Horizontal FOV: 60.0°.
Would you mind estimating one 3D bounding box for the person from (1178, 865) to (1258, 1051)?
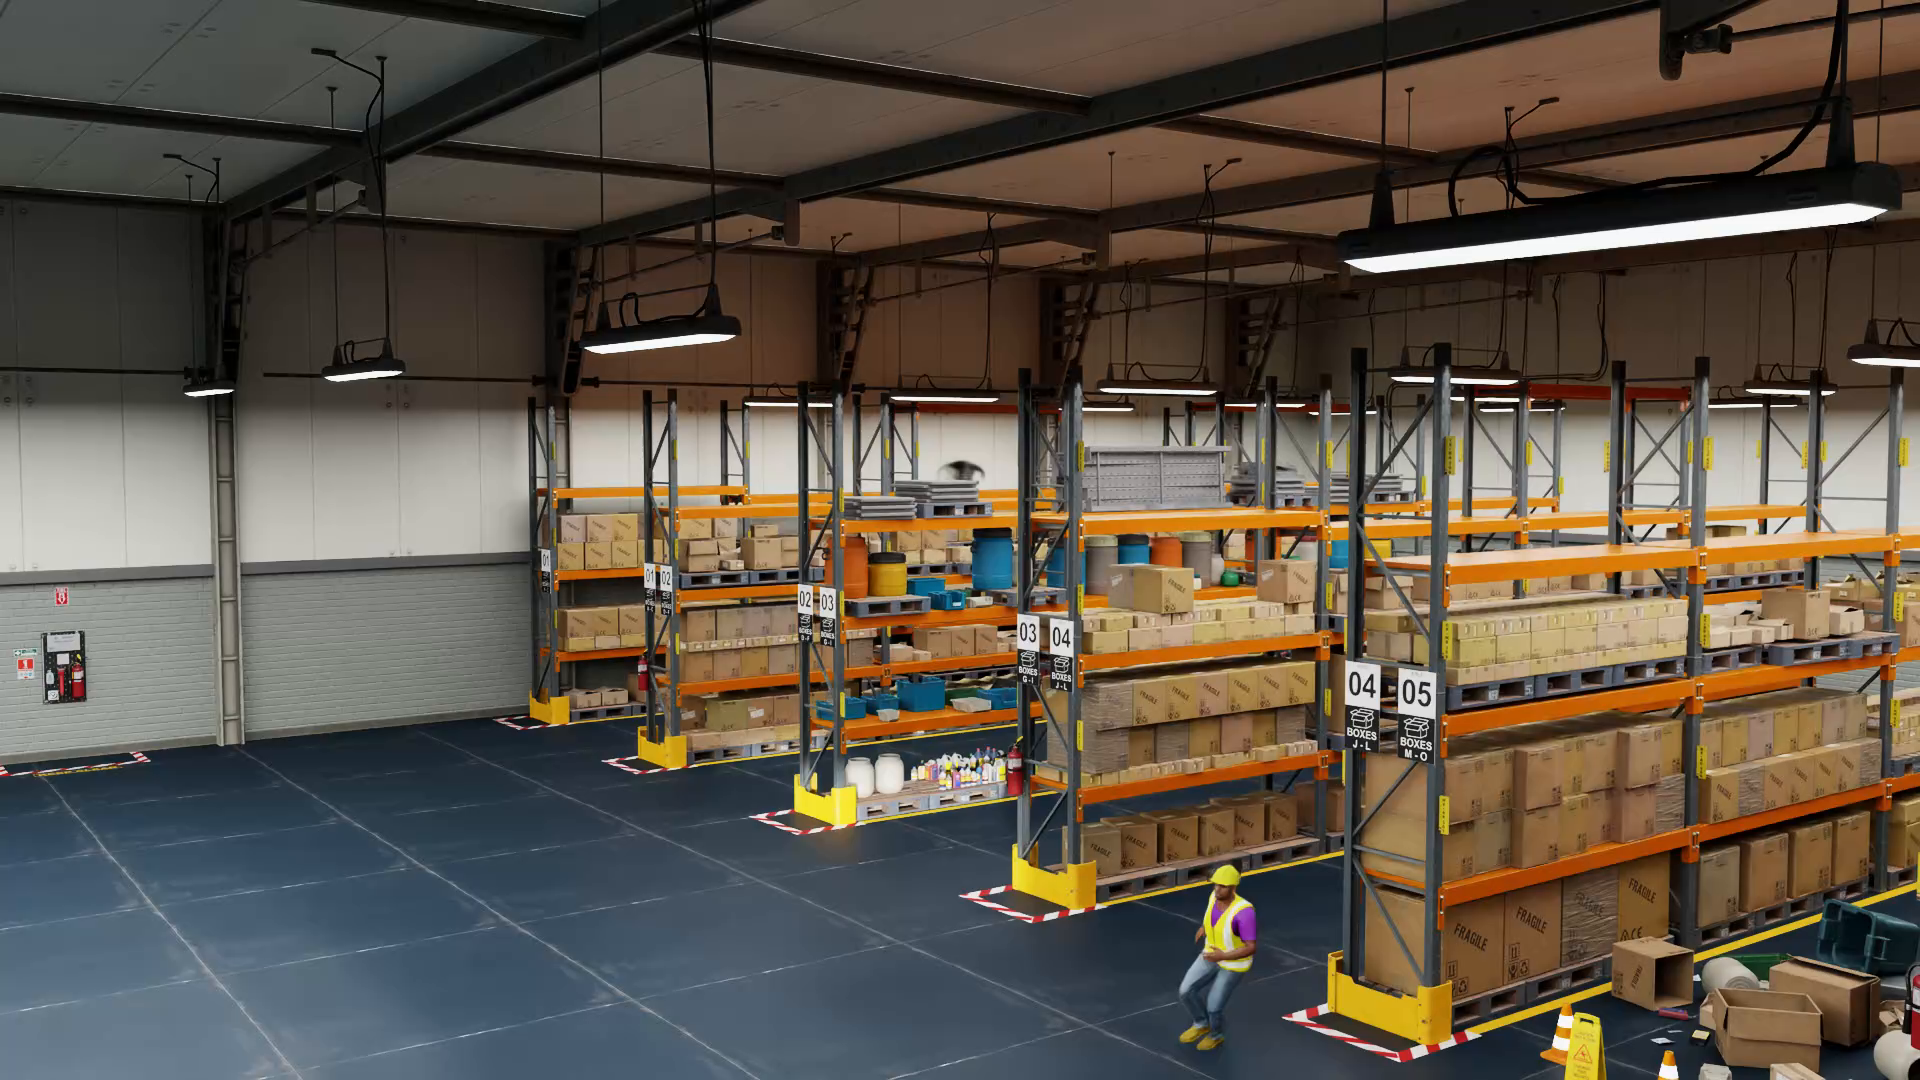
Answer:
[{"bbox_3d":[2.142,3.521,13.900,0.874,1.672,0.714,3,5,44],"label":"person"}]
